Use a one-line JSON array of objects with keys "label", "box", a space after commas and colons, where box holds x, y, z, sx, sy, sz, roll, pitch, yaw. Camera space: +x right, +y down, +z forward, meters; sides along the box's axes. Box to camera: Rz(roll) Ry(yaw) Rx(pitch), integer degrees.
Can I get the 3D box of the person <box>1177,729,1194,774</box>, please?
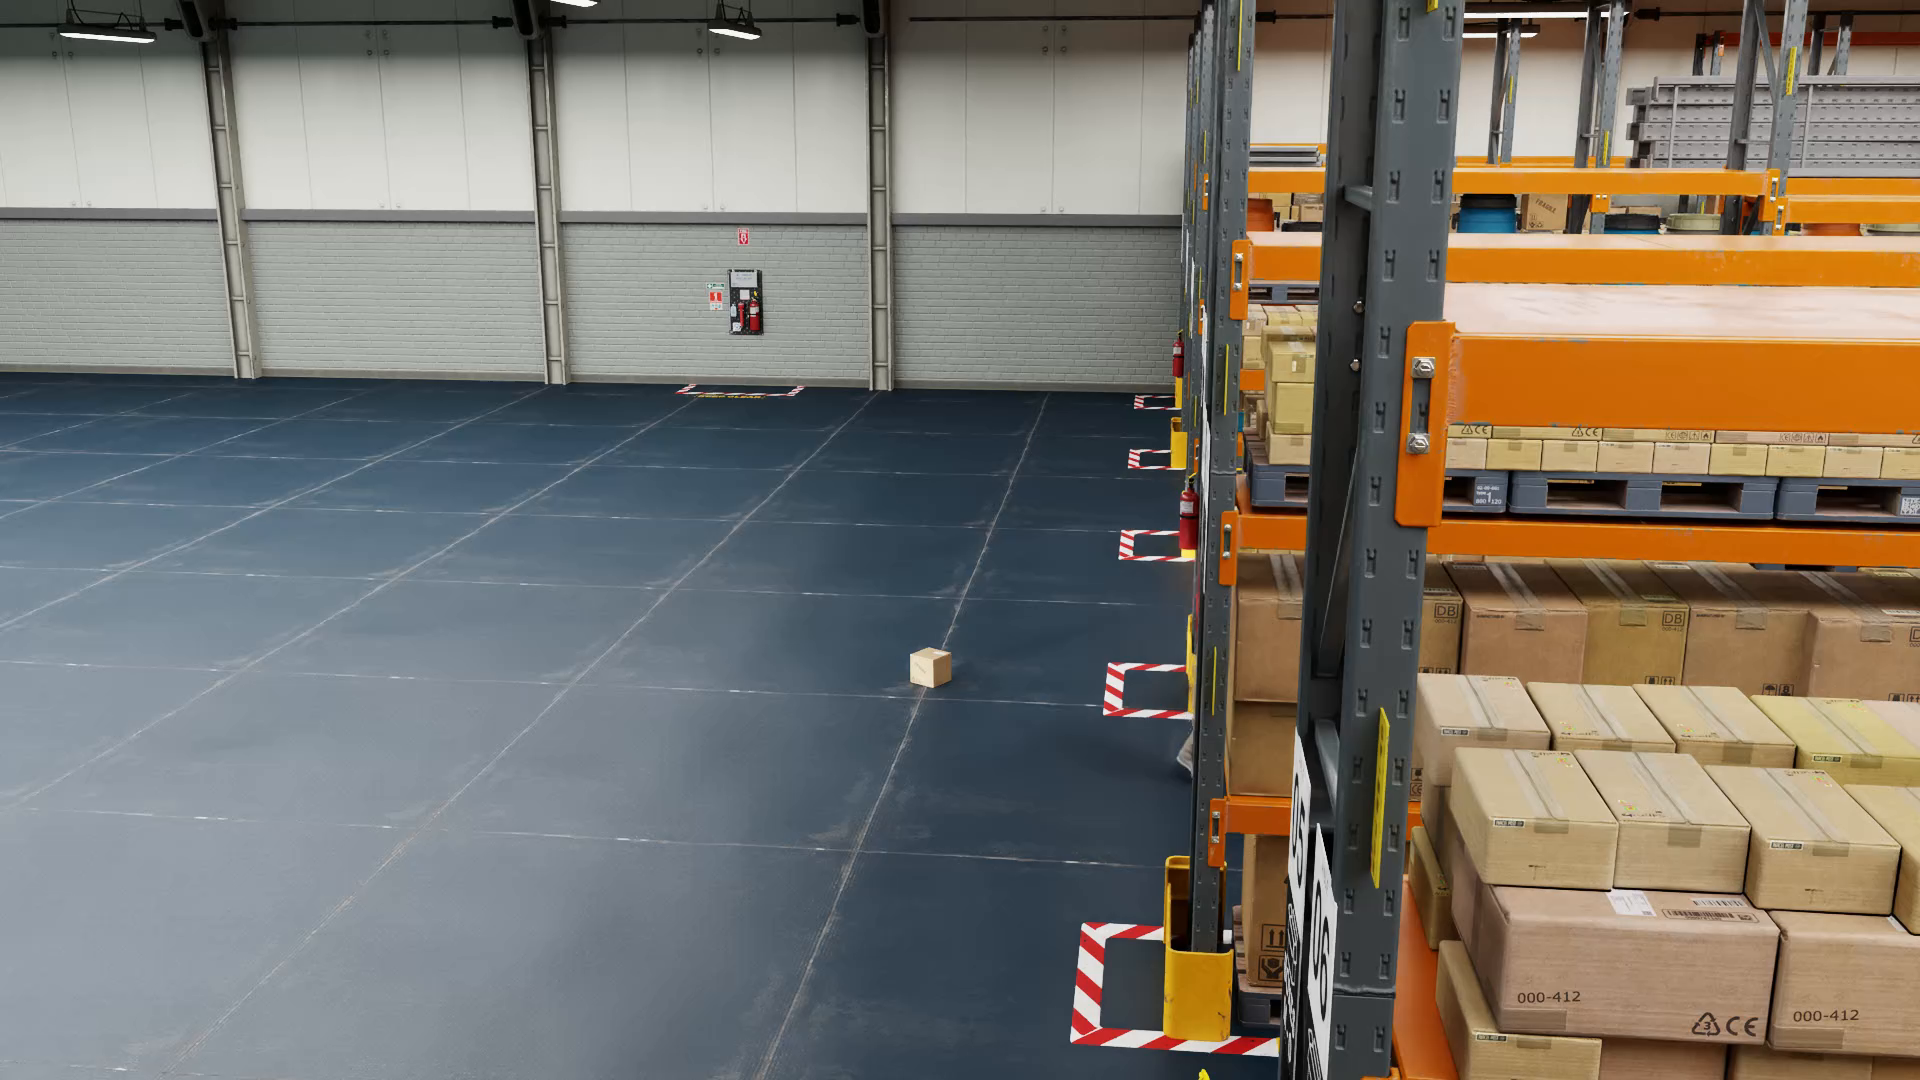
[{"label": "person", "box": [2.036, 0.958, 11.764, 0.551, 1.678, 1.040, -13, 19, -42]}]
